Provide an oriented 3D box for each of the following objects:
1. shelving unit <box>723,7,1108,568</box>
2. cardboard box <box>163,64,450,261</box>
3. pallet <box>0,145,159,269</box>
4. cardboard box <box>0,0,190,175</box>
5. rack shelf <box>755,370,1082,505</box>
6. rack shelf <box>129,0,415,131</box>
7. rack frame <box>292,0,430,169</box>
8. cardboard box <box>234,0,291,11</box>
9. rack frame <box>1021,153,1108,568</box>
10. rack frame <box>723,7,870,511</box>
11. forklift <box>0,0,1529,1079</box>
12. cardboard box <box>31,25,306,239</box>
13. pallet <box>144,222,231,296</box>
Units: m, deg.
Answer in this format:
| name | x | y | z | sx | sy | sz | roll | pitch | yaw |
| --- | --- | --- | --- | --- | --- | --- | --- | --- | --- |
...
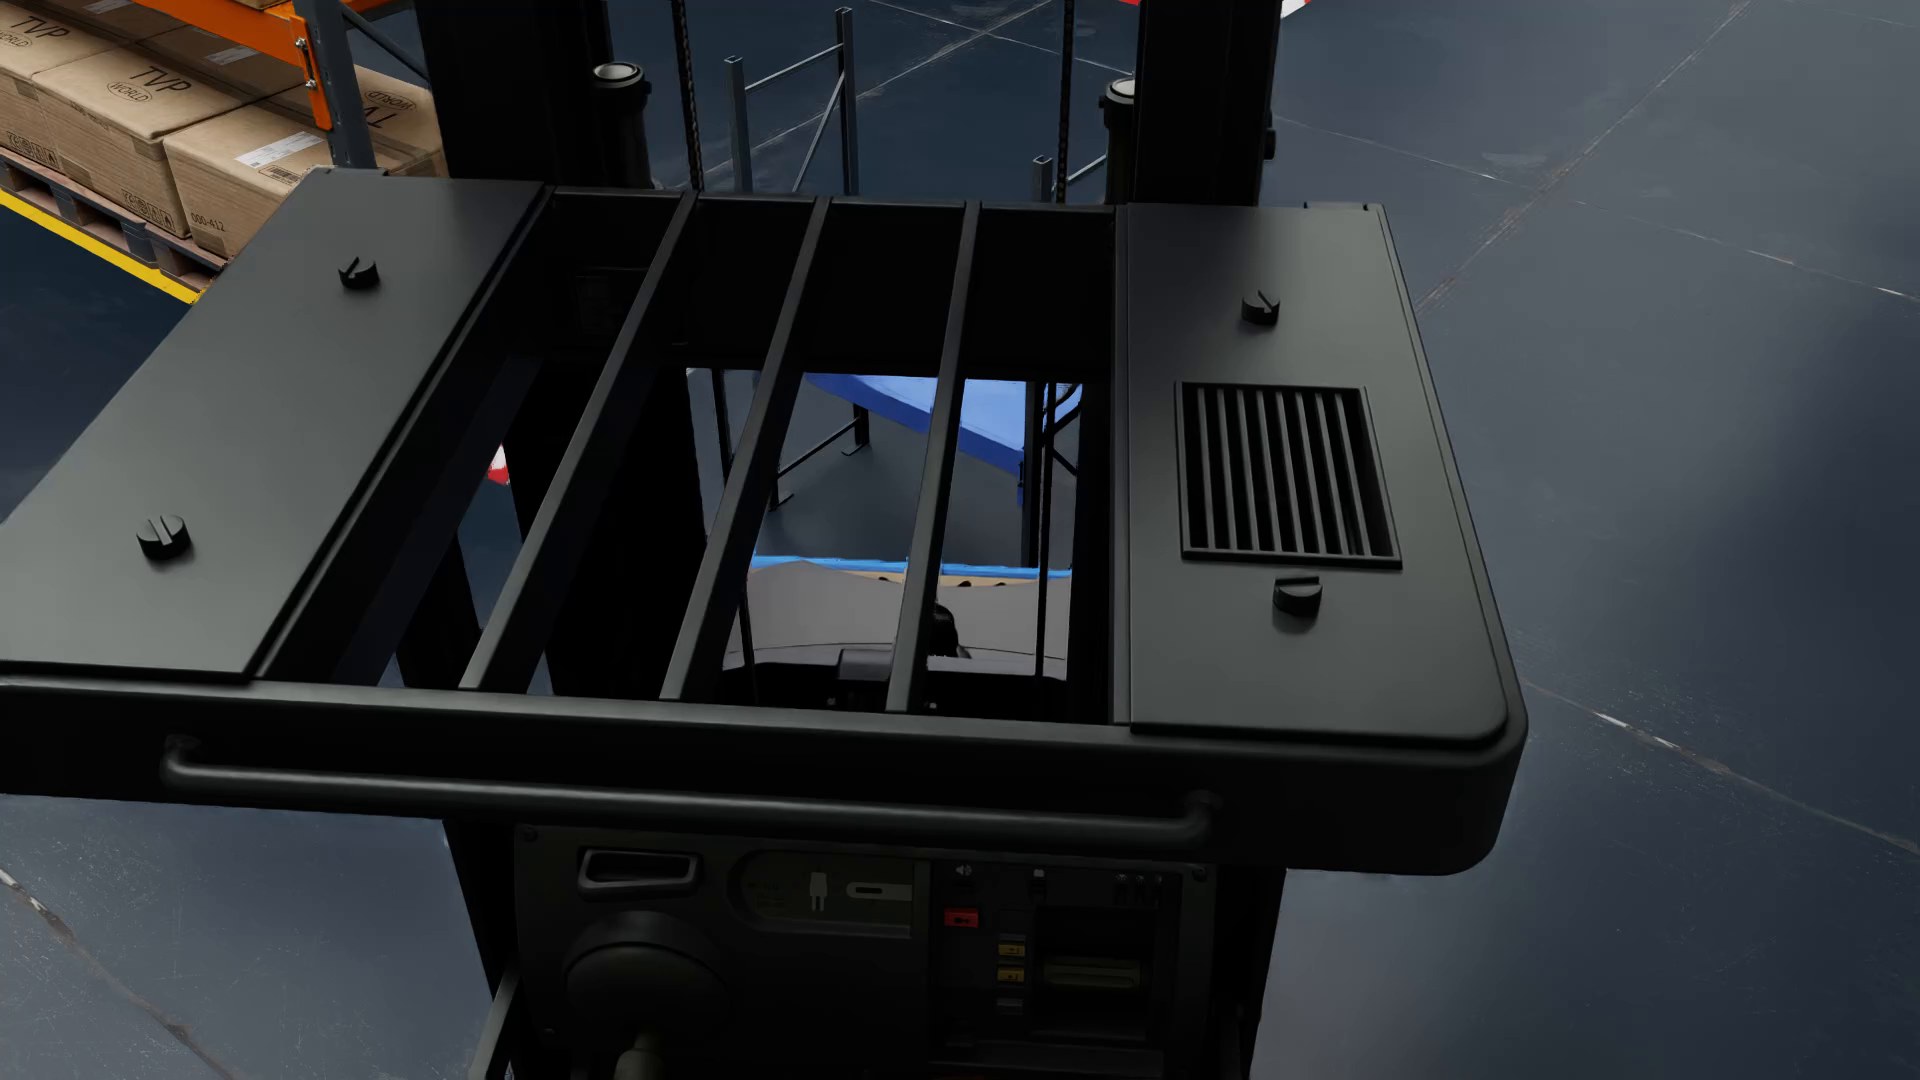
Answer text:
| name | x | y | z | sx | sy | sz | roll | pitch | yaw |
| --- | --- | --- | --- | --- | --- | --- | --- | --- | --- |
| shelving unit | -0.068 | -0.622 | 4.828 | 1.048 | 1.500 | 0.538 | 25 | 45 | 29 |
| cardboard box | -2.312 | -1.357 | 6.287 | 0.875 | 0.438 | 0.875 | 24 | 44 | 27 |
| pallet | -3.375 | -1.622 | 7.151 | 1.213 | 0.211 | 1.003 | 25 | 45 | 29 |
| cardboard box | -3.760 | -2.034 | 7.152 | 0.875 | 0.438 | 0.875 | 24 | 44 | 27 |
| rack shelf | -0.068 | -0.481 | 4.939 | 1.000 | 0.185 | 0.538 | 25 | 45 | 29 |
| rack shelf | -3.316 | -2.468 | 6.552 | 4.000 | 0.370 | 1.077 | 25 | 45 | 29 |
| rack frame | -1.728 | -2.002 | 5.374 | 0.127 | 3.000 | 1.000 | 25 | 45 | 29 |
| cardboard box | -2.271 | -2.092 | 5.408 | 0.500 | 0.500 | 0.500 | 26 | 45 | 29 |
| rack frame | 0.336 | -0.432 | 4.585 | 0.032 | 1.500 | 0.500 | 25 | 45 | 29 |
| rack frame | -0.472 | -0.813 | 5.072 | 0.032 | 1.500 | 0.500 | 25 | 45 | 29 |
| forklift | -0.145 | 0.640 | 2.055 | 1.130 | 2.935 | 3.031 | 3 | 38 | 3 |
| cardboard box | -3.045 | -1.695 | 6.720 | 0.875 | 0.438 | 0.875 | 27 | 45 | 30 |
| pallet | -2.410 | -1.165 | 6.567 | 1.213 | 0.211 | 1.003 | 25 | 45 | 29 |
